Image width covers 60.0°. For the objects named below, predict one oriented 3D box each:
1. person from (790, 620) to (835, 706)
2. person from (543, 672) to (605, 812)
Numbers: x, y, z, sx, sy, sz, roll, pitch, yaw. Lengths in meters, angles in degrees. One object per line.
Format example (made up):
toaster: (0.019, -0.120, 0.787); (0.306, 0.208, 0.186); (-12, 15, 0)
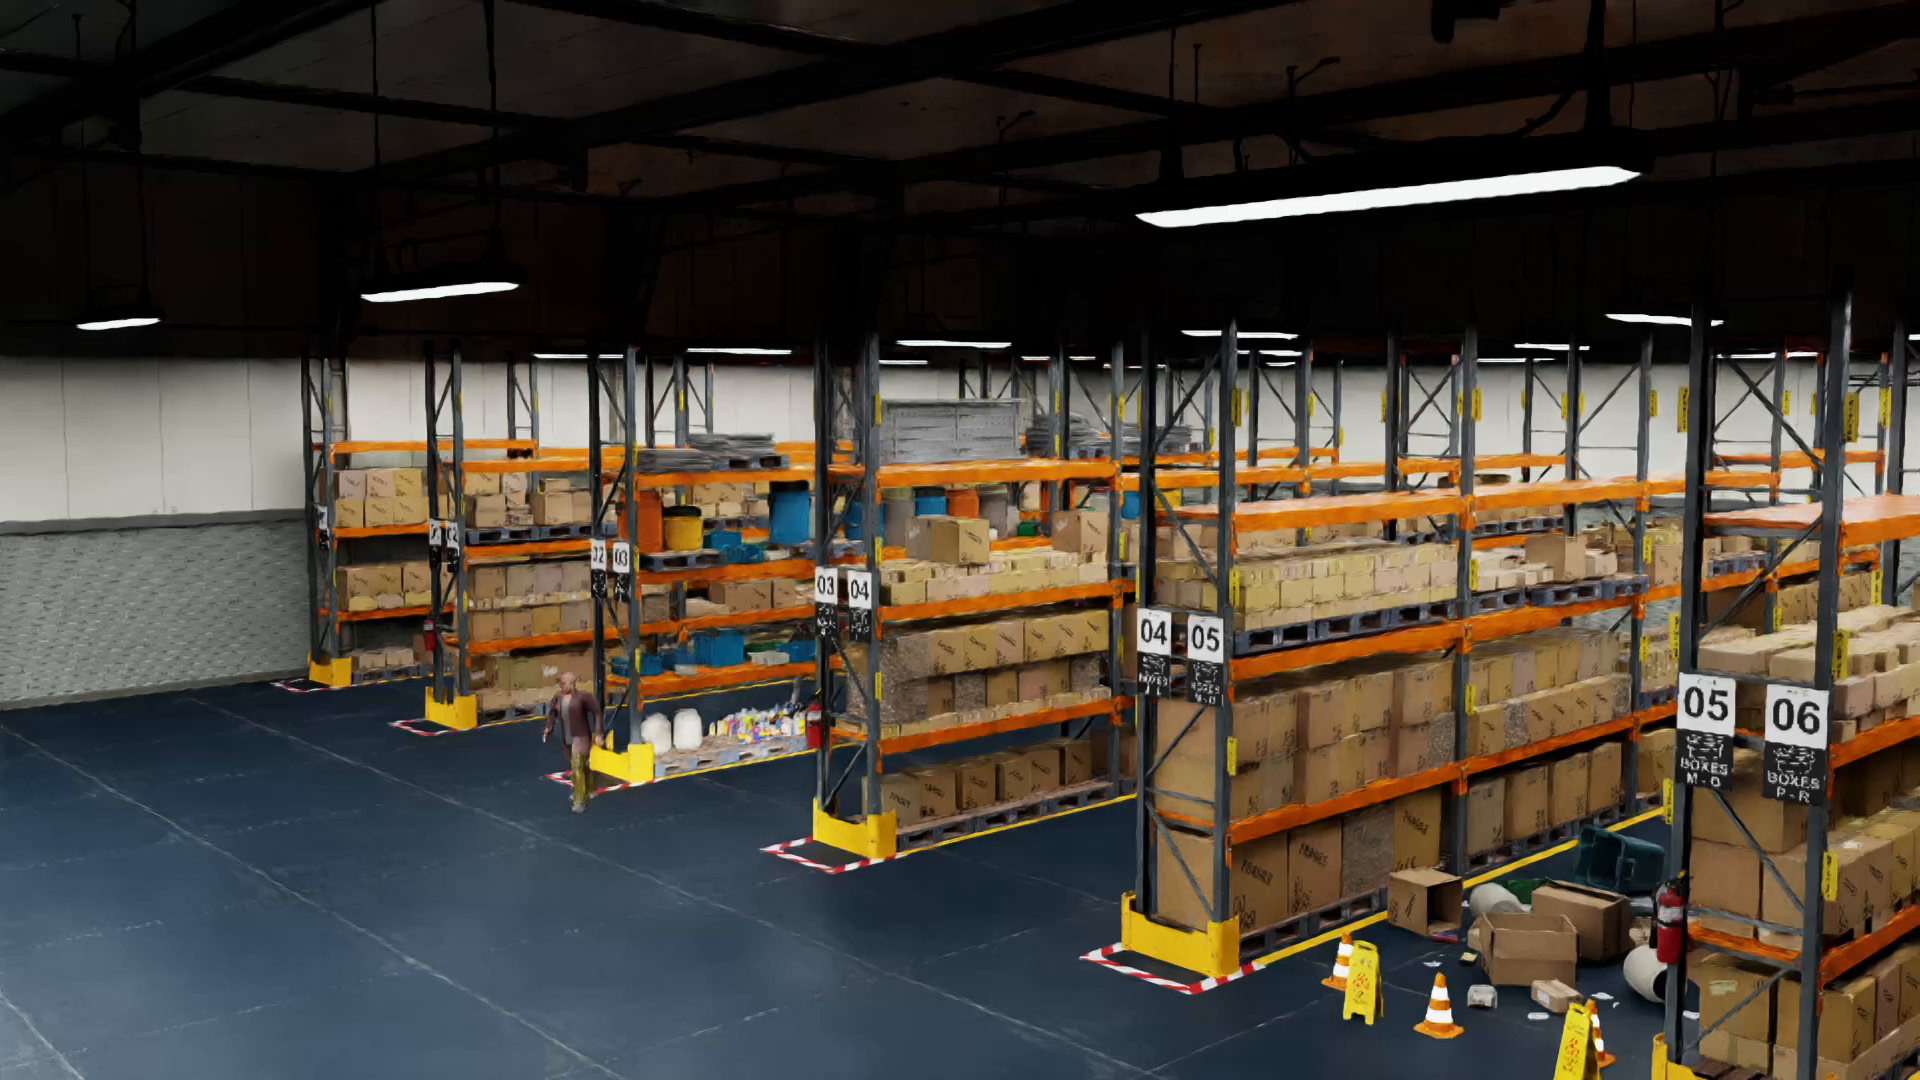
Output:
person: (-2.436, 2.036, 26.808); (0.415, 1.517, 1.041); (5, 7, 45)
person: (-4.770, 2.475, 20.747); (0.735, 1.712, 0.904); (3, 6, 31)
